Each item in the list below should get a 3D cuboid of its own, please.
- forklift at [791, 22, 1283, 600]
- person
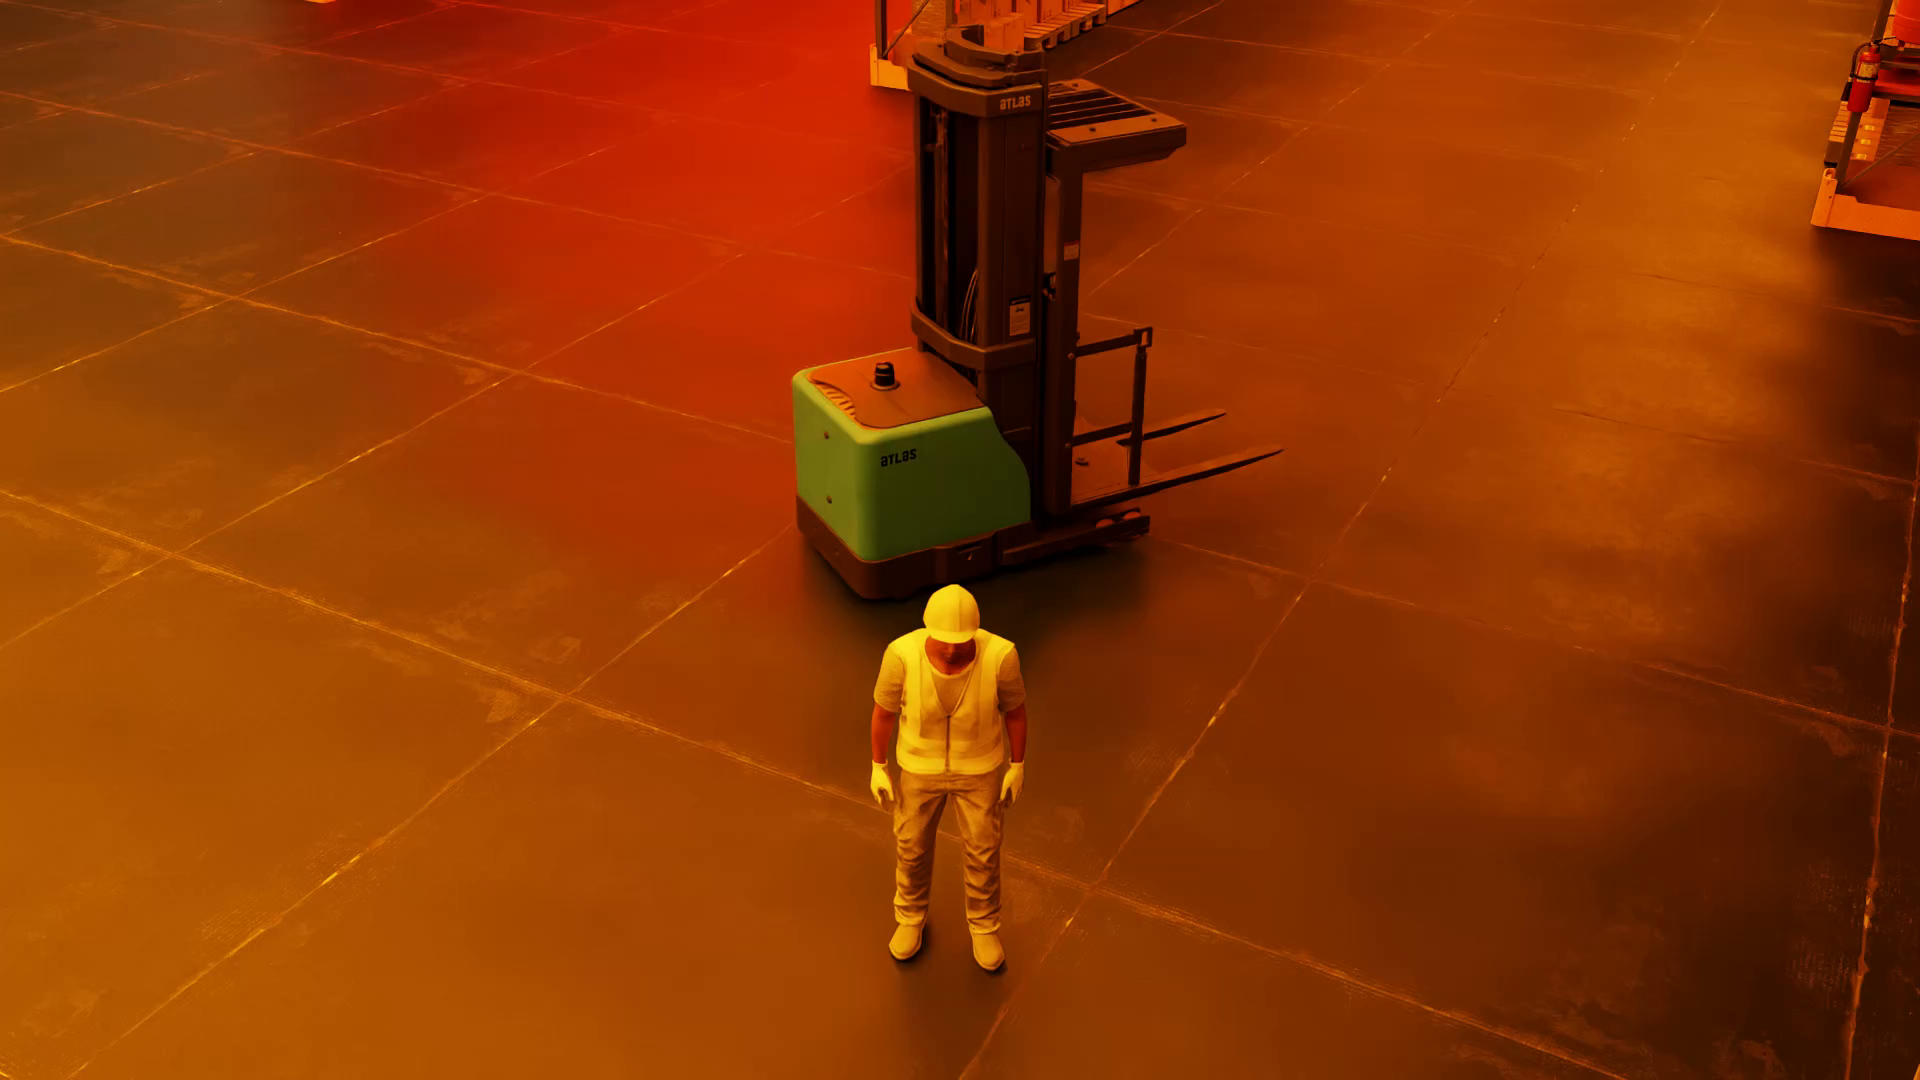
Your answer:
[{"bbox_3d":[0.562,-1.444,9.573,3.031,2.935,1.130,-15,33,-24],"label":"forklift"},{"bbox_3d":[-0.046,0.922,6.637,0.621,1.774,0.436,1,30,1],"label":"person"}]
